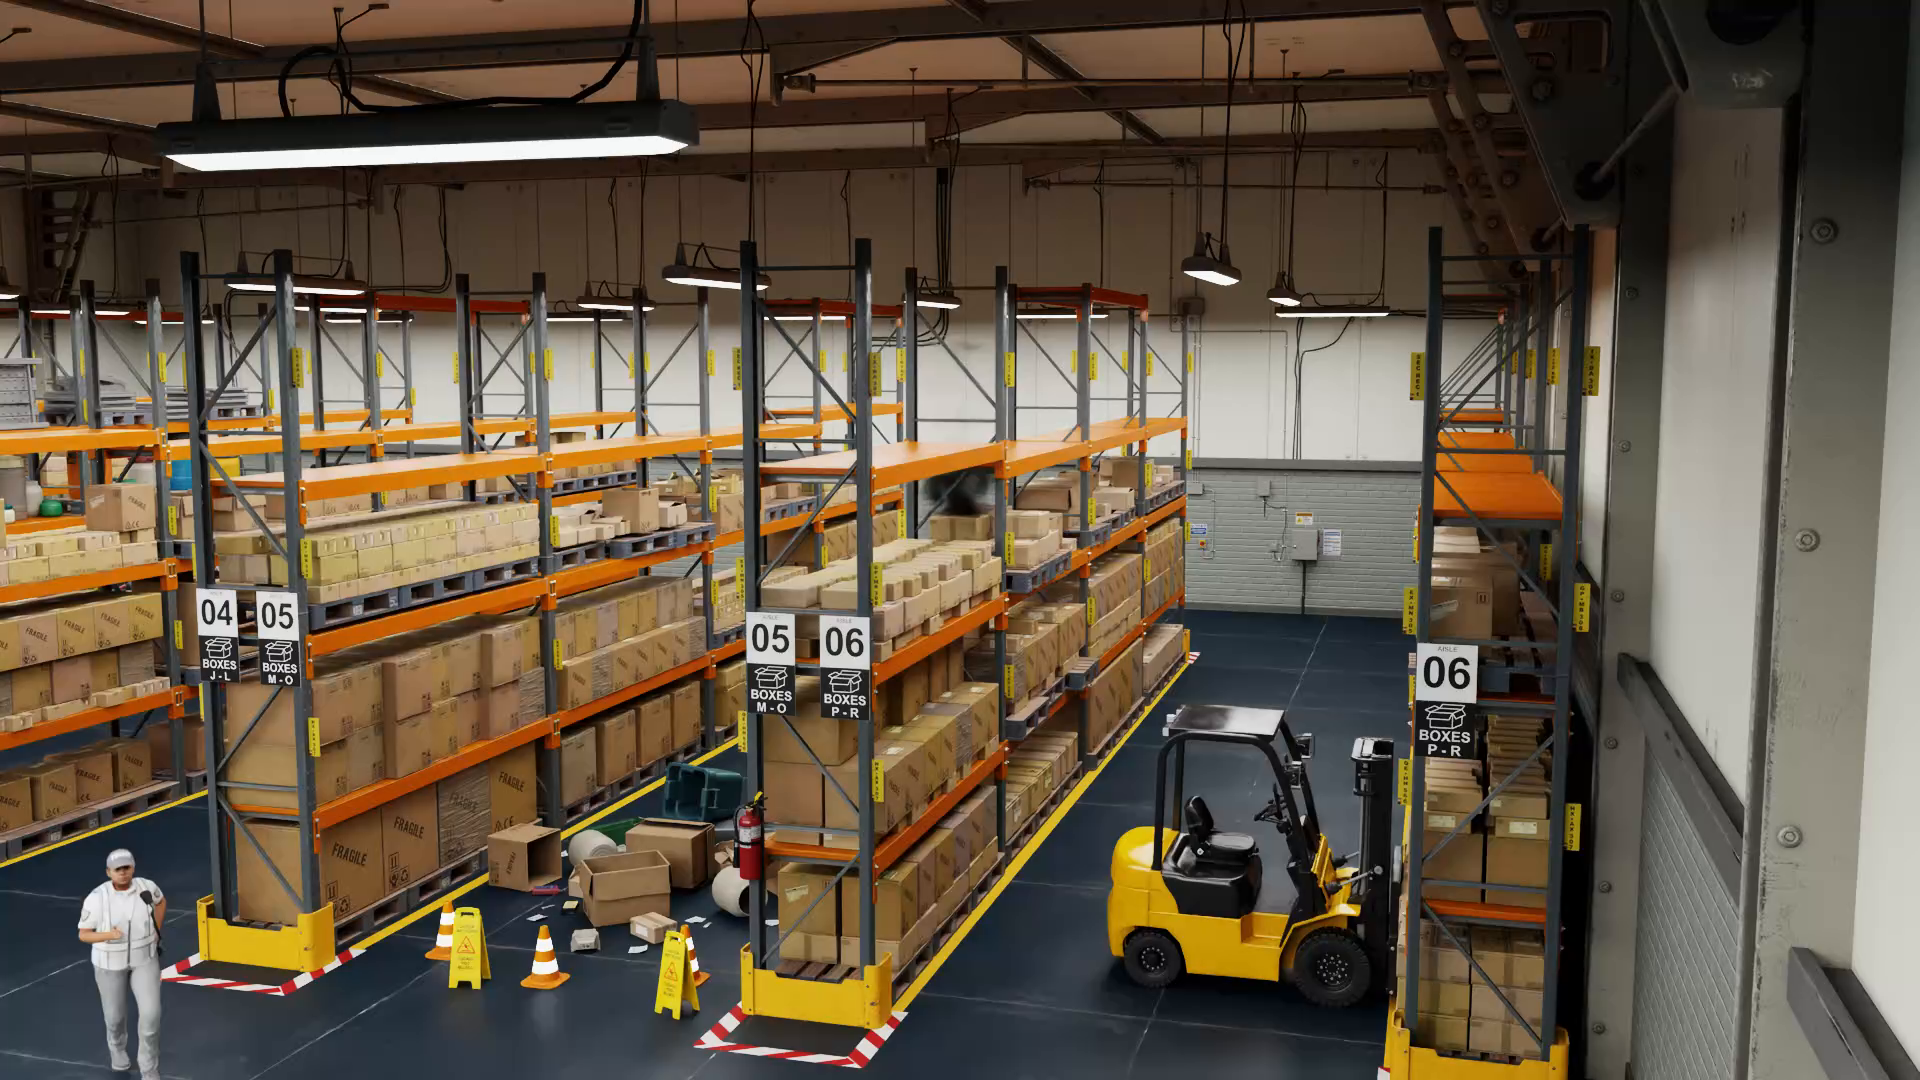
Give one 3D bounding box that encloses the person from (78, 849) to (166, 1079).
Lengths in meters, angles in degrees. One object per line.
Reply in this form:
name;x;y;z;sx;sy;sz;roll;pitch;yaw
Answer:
person;-5.904;3.026;11.782;0.587;1.719;0.722;-4;8;-32
